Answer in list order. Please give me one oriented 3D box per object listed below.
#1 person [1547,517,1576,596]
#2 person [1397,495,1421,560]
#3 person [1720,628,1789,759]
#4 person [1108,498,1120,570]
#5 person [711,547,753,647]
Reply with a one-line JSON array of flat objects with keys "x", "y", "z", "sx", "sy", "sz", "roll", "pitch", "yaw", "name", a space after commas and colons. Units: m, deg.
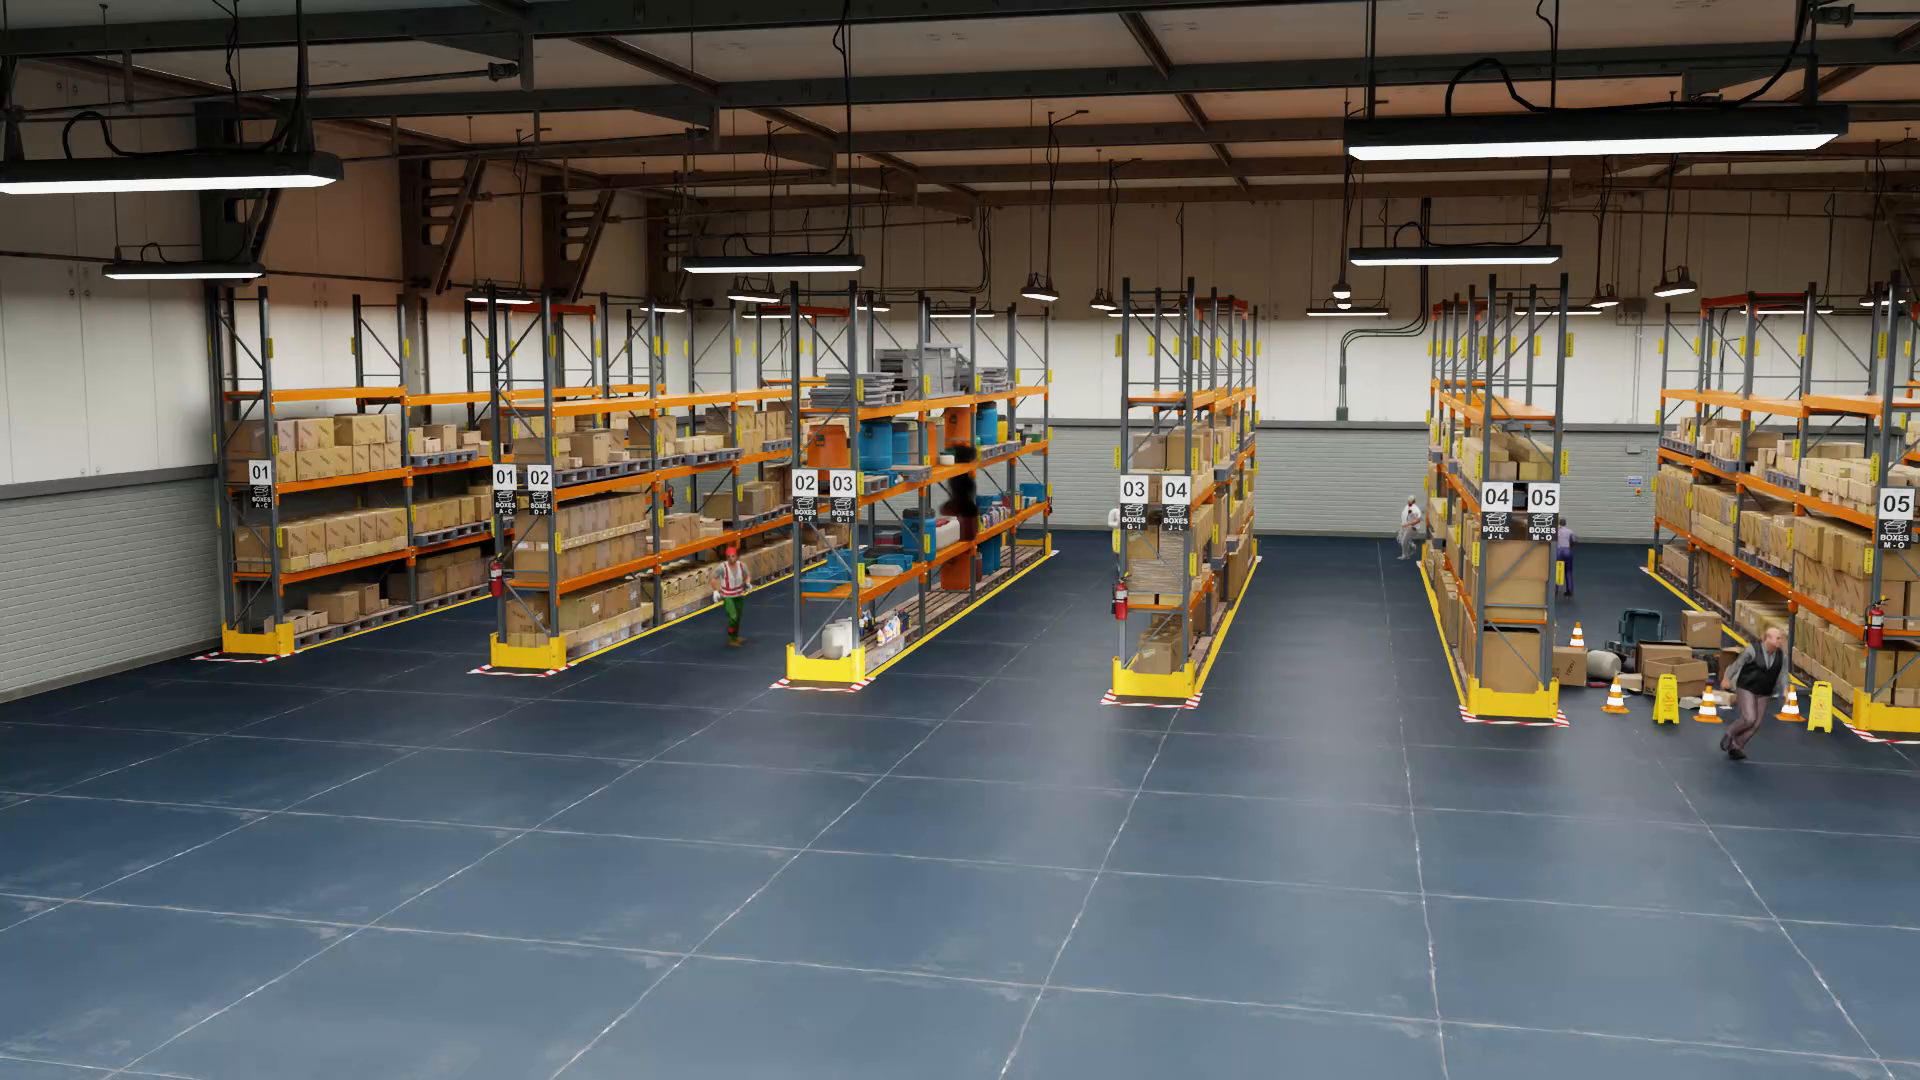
[{"x": 12.155, "y": 0.360, "z": 33.570, "sx": 0.601, "sy": 1.625, "sz": 0.948, "roll": 0, "pitch": 7, "yaw": 4, "name": "person"}, {"x": 10.699, "y": -0.298, "z": 39.424, "sx": 0.567, "sy": 1.573, "sz": 0.697, "roll": -2, "pitch": 7, "yaw": -14, "name": "person"}, {"x": 9.709, "y": 1.857, "z": 20.262, "sx": 0.674, "sy": 1.645, "sz": 0.728, "roll": -1, "pitch": 7, "yaw": -8, "name": "person"}, {"x": 3.597, "y": -0.095, "z": 36.870, "sx": 0.635, "sy": 1.731, "sz": 1.037, "roll": 1, "pitch": 7, "yaw": 4, "name": "person"}, {"x": -3.804, "y": 0.958, "z": 28.063, "sx": 0.662, "sy": 1.730, "sz": 0.822, "roll": -6, "pitch": 9, "yaw": -41, "name": "person"}]
